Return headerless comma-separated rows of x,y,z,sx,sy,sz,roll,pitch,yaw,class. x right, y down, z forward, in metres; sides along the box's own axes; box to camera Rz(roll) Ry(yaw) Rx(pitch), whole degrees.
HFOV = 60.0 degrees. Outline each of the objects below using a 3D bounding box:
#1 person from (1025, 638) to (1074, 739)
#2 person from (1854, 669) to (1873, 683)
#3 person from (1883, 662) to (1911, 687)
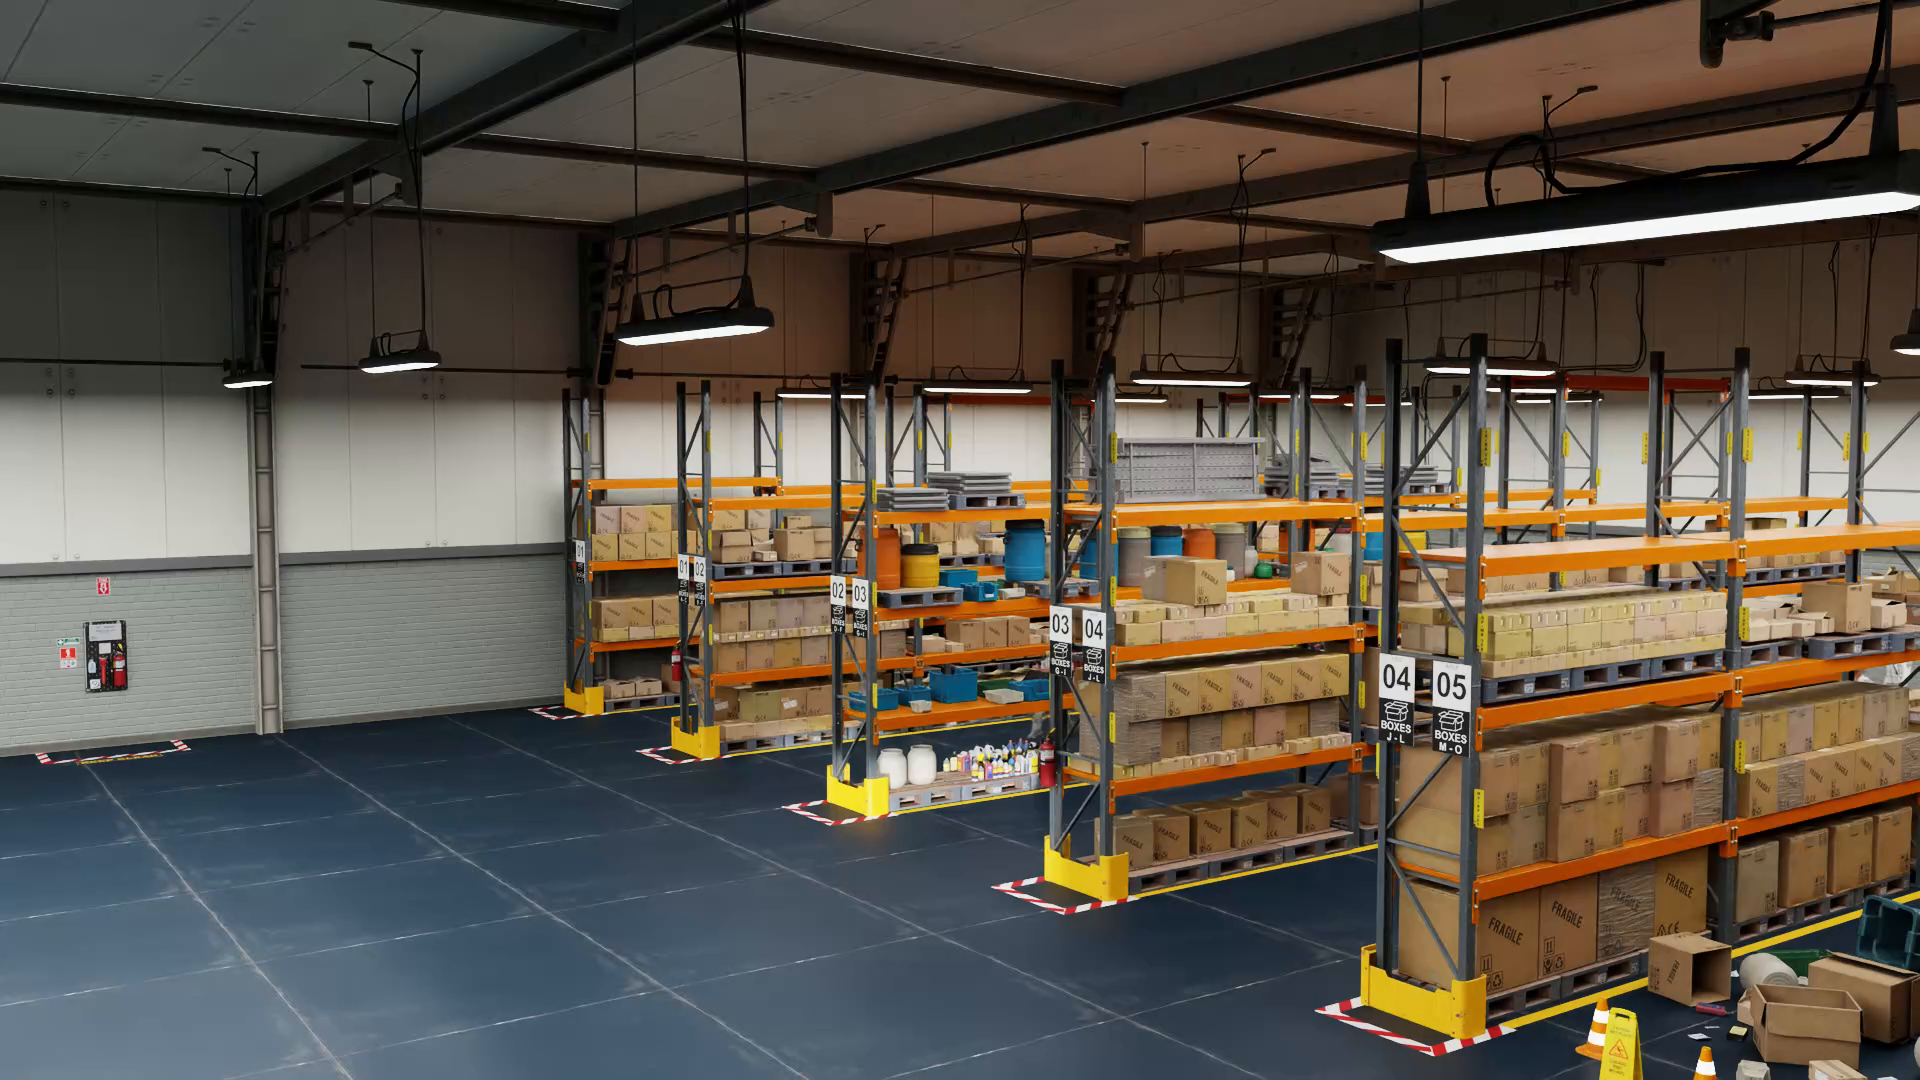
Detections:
1.551,2.487,28.141,0.813,1.828,0.561,-2,4,-30,person
13.547,2.649,25.293,0.975,1.743,0.664,-3,5,-36,person
16.059,2.530,28.506,0.426,1.753,0.504,-2,4,-28,person
